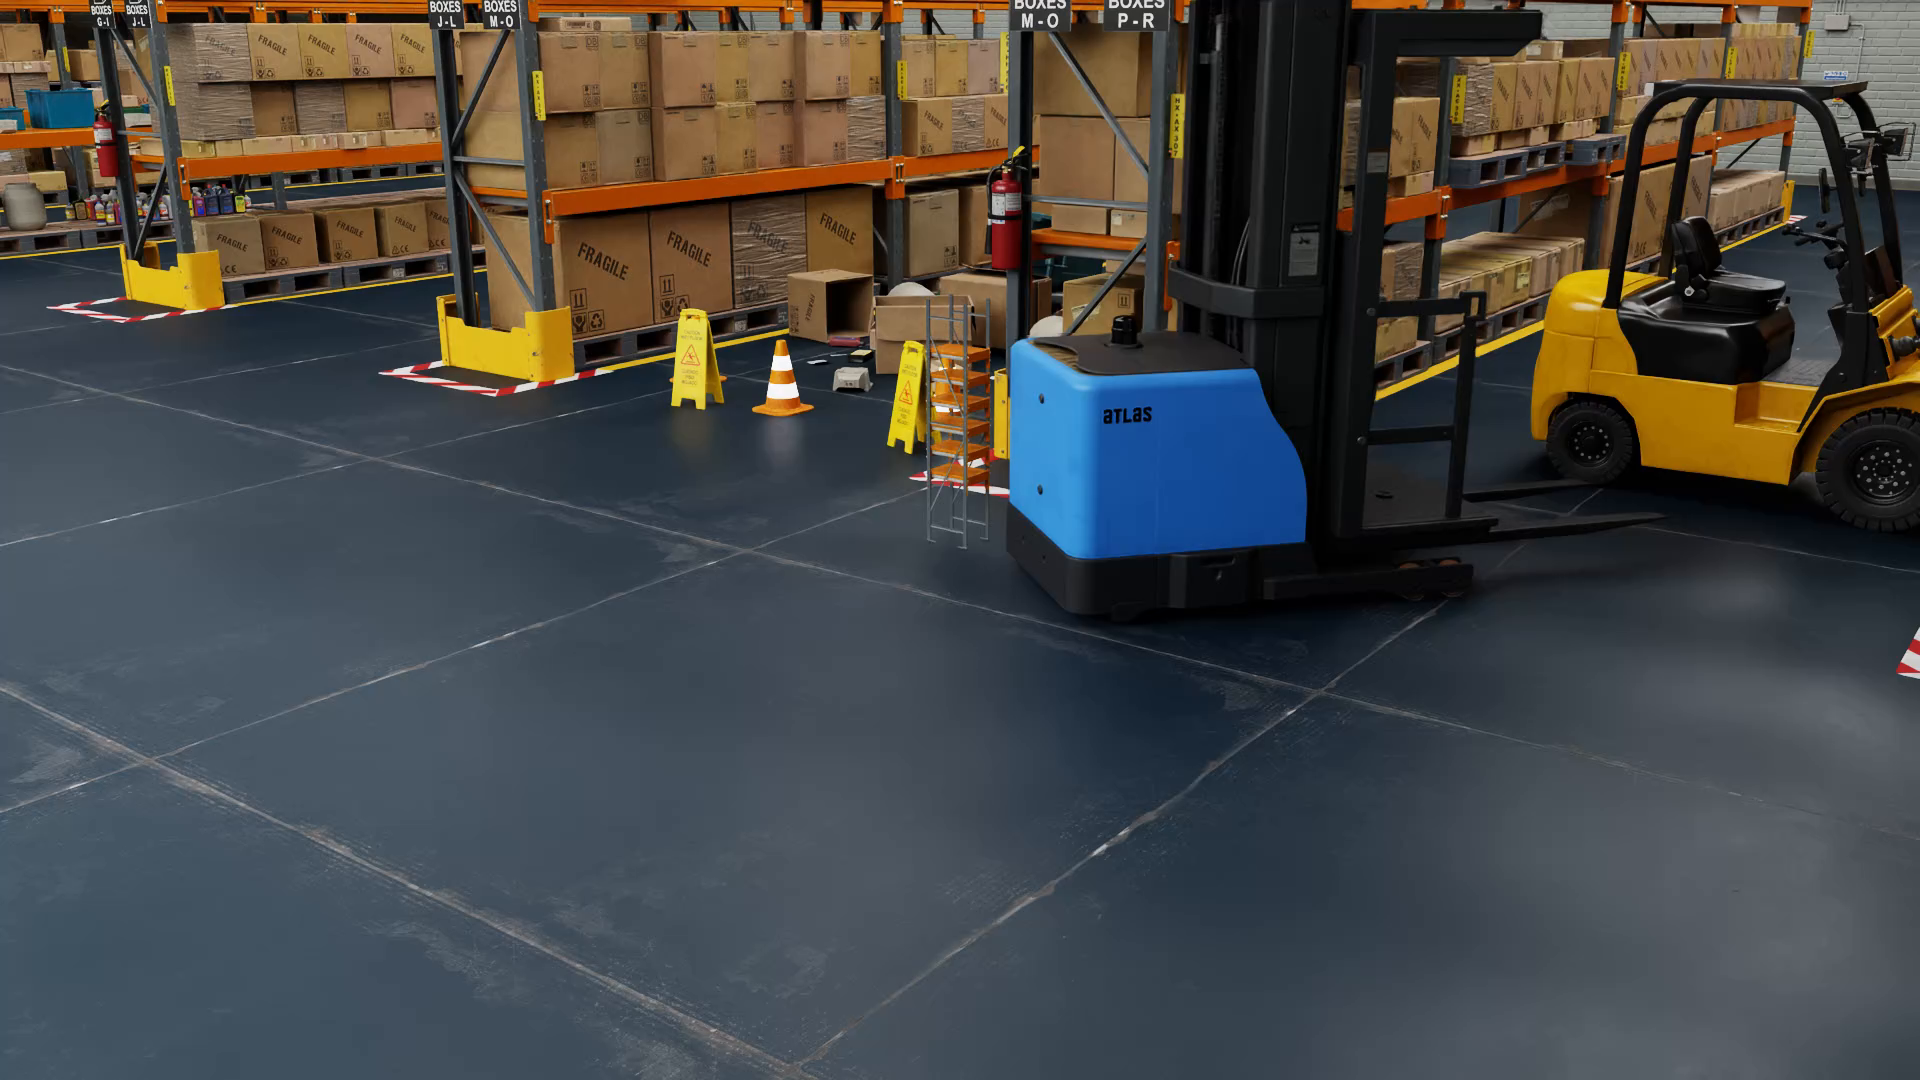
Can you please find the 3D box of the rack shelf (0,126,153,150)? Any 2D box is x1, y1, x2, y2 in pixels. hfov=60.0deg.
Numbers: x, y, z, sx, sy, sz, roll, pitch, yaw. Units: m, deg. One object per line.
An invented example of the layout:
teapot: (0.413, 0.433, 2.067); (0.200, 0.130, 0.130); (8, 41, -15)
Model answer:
rack shelf: (-10.043, -4.610, 19.243); (1.077, 0.370, 4.000); (12, 21, 35)

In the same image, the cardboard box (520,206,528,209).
cardboard box: (-4.491, -3.713, 18.616); (0.700, 0.500, 0.500); (11, 20, 31)

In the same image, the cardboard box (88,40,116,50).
cardboard box: (-14.786, -8.534, 28.662); (0.380, 0.149, 0.250); (9, 19, 26)

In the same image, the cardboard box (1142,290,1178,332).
cardboard box: (1.418, -1.245, 9.859); (0.500, 0.500, 0.500); (12, 21, 33)

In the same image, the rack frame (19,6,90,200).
rack frame: (-12.827, -6.306, 23.491); (1.000, 3.000, 0.127); (12, 21, 35)

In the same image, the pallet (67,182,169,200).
pallet: (-12.420, -5.156, 24.492); (1.003, 0.211, 1.213); (12, 21, 35)

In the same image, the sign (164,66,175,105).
sign: (-6.821, -3.919, 14.346); (0.100, 0.325, 0.005); (12, 21, 35)

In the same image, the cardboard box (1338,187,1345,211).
cardboard box: (2.235, -2.187, 10.651); (0.380, 0.149, 0.250); (13, 21, 35)

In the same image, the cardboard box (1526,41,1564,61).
cardboard box: (4.720, -4.016, 13.648); (0.380, 0.149, 0.250); (11, 20, 32)

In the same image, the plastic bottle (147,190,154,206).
plastic bottle: (-9.910, -4.146, 20.377); (0.061, 0.283, 0.133); (14, 22, 37)

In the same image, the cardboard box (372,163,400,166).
cardboard box: (-9.636, -6.458, 27.456); (0.500, 0.500, 0.500); (12, 21, 33)

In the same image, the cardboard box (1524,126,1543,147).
cardboard box: (4.467, -3.265, 13.415); (0.380, 0.149, 0.250); (13, 22, 37)

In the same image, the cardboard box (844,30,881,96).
cardboard box: (-1.198, -4.159, 14.506); (0.875, 0.550, 0.550); (12, 21, 35)

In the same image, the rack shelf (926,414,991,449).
rack shelf: (-0.009, -0.527, 8.068); (0.258, 0.103, 0.180); (12, 21, 35)

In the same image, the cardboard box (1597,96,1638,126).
cardboard box: (5.969, -4.000, 15.476); (0.500, 0.250, 0.500); (12, 21, 34)

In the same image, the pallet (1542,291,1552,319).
pallet: (5.002, -2.238, 15.095); (1.003, 0.211, 1.213); (12, 21, 35)

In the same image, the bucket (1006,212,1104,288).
bucket: (0.820, -2.377, 13.795); (0.620, 0.611, 0.726); (0, 14, -35)

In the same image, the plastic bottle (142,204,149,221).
plastic bottle: (-9.581, -3.856, 19.580); (0.097, 0.201, 0.097); (0, 17, 0)

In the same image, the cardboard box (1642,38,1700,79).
cardboard box: (7.167, -4.841, 16.921); (0.500, 0.500, 0.500); (13, 22, 36)

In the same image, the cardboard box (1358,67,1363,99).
cardboard box: (2.649, -3.404, 11.791); (0.700, 0.500, 0.500); (12, 21, 34)

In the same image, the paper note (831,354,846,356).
paper note: (-0.936, -1.426, 12.817); (0.123, 0.001, 0.032); (-7, 19, -22)

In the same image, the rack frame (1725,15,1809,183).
rack frame: (10.235, -5.661, 21.416); (1.000, 3.000, 0.127); (12, 21, 35)

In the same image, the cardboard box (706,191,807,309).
cardboard box: (-1.915, -2.487, 14.068); (0.875, 0.875, 0.875); (13, 21, 35)

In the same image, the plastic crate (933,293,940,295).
plastic crate: (-0.002, -2.065, 14.481); (0.662, 0.188, 0.450); (-7, 9, -22)

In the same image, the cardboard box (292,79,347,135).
cardboard box: (-6.373, -4.169, 15.941); (0.875, 0.500, 0.500); (12, 21, 35)

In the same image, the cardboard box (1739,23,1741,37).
cardboard box: (8.507, -5.705, 18.609); (0.380, 0.149, 0.250); (12, 21, 34)

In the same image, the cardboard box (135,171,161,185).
cardboard box: (-12.082, -5.367, 24.396); (0.500, 0.250, 0.500); (13, 22, 36)

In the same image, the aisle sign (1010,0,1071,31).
aisle sign: (0.432, -3.128, 8.876); (0.394, 0.787, 0.004); (12, 21, 35)

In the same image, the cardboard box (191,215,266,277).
cardboard box: (-6.871, -2.754, 15.561); (0.500, 0.500, 0.500); (-15, 23, -40)

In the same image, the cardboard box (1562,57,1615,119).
cardboard box: (5.421, -3.989, 14.652); (0.500, 0.500, 0.500); (12, 21, 33)

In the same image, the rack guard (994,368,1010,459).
rack guard: (0.747, -0.675, 9.573); (1.175, 0.500, 0.348); (12, 21, 35)

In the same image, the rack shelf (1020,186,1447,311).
rack shelf: (1.893, -1.983, 10.785); (1.077, 0.370, 4.000); (12, 21, 35)

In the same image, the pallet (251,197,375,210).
pallet: (-8.415, -4.292, 21.708); (1.003, 0.211, 1.213); (12, 21, 35)

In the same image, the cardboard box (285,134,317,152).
cardboard box: (-6.283, -3.742, 15.659); (0.380, 0.149, 0.250); (12, 21, 35)

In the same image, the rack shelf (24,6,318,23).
rack shelf: (-11.636, -7.871, 24.687); (1.077, 0.370, 4.000); (12, 21, 35)

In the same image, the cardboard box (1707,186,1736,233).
cardboard box: (8.312, -3.816, 19.086); (0.875, 0.438, 0.875); (12, 21, 34)

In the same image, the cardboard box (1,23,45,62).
cardboard box: (-13.087, -6.866, 22.940); (0.700, 0.500, 0.500); (13, 21, 35)

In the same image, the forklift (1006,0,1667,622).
forklift: (1.792, -1.275, 7.408); (3.031, 2.935, 1.130); (-5, 18, -14)

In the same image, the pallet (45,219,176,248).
pallet: (-10.011, -3.653, 19.652); (1.003, 0.211, 1.213); (12, 21, 35)

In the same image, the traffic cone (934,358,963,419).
traffic cone: (-0.078, -0.969, 10.585); (0.336, 0.463, 0.334); (12, 21, 35)

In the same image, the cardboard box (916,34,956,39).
cardboard box: (-0.481, -6.833, 23.329); (0.797, 0.503, 0.637); (12, 21, 33)

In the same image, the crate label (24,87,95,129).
crate label: (-10.355, -4.980, 19.162); (0.502, 0.435, 0.616); (12, 21, 35)

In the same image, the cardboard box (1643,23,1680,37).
cardboard box: (7.780, -5.673, 18.506); (0.380, 0.149, 0.250); (12, 21, 34)

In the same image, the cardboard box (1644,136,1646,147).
cardboard box: (6.254, -3.882, 15.939); (0.500, 0.250, 0.500); (12, 21, 33)

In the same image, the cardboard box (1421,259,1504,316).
cardboard box: (3.821, -2.046, 13.497); (0.950, 0.372, 0.625); (14, 22, 38)

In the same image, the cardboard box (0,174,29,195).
cardboard box: (-13.234, -4.927, 22.979); (0.500, 0.250, 0.500); (12, 21, 35)

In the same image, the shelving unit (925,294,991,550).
shelving unit: (-0.009, -0.570, 8.055); (0.258, 1.200, 0.189); (12, 21, 35)

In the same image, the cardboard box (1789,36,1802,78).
cardboard box: (10.139, -6.030, 20.748); (0.500, 0.500, 0.500); (13, 22, 36)

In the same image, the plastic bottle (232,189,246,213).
plastic bottle: (-8.873, -4.169, 20.451); (0.061, 0.283, 0.133); (14, 22, 37)

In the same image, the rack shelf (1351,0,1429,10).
rack shelf: (5.008, -7.124, 22.283); (1.077, 0.370, 4.000); (12, 21, 35)

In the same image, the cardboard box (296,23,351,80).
cardboard box: (-6.110, -4.589, 15.607); (0.500, 0.500, 0.500); (12, 21, 35)

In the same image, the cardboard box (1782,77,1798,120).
cardboard box: (10.160, -5.547, 20.881); (0.500, 0.500, 0.500); (13, 21, 35)

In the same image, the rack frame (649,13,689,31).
rack frame: (-5.677, -9.164, 32.695); (1.000, 3.000, 0.127); (12, 21, 35)

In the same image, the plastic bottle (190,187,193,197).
plastic bottle: (-9.550, -4.230, 20.532); (0.144, 0.351, 0.185); (12, 21, 35)

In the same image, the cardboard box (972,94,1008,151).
cardboard box: (0.179, -4.018, 15.957); (0.500, 0.500, 0.500); (12, 21, 34)
